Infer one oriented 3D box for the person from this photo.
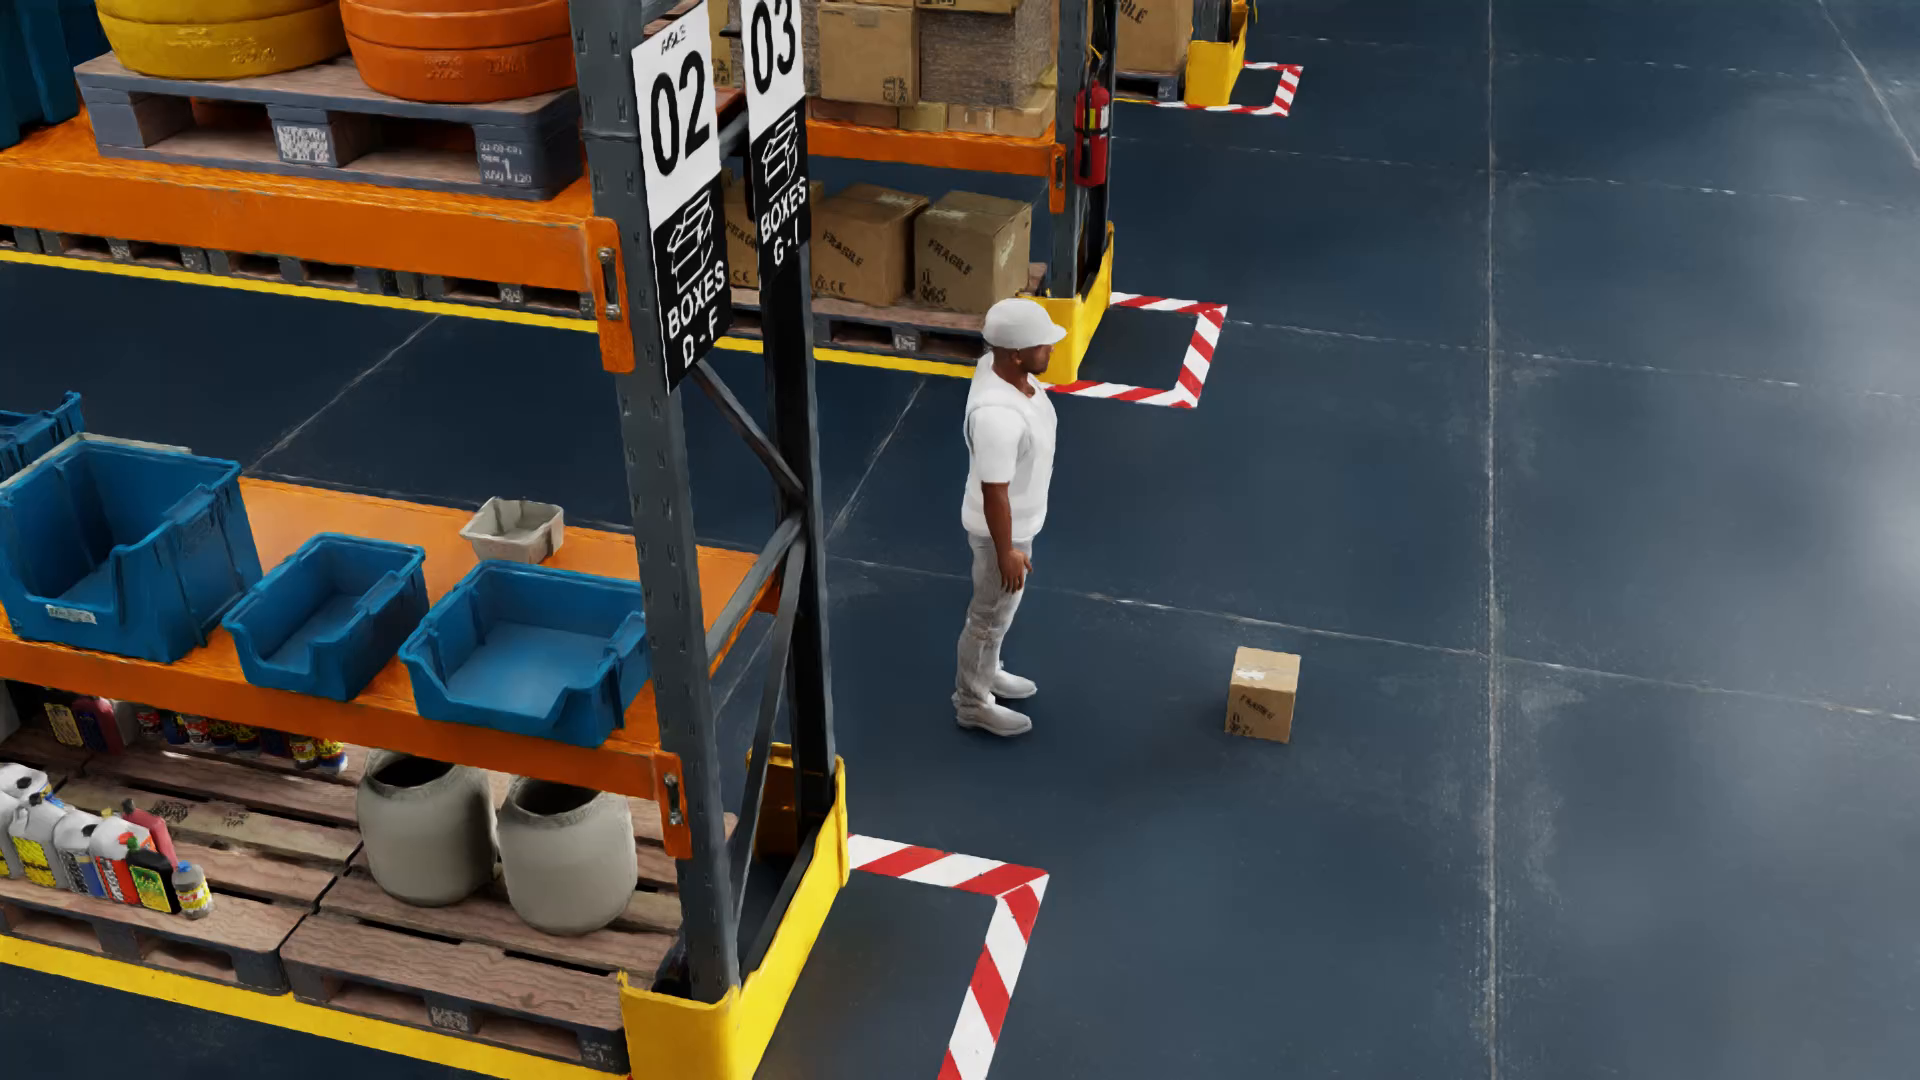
[{"bbox_3d":[0.173,-0.084,6.232,0.399,1.782,0.584,3,33,5],"label":"person"}]
